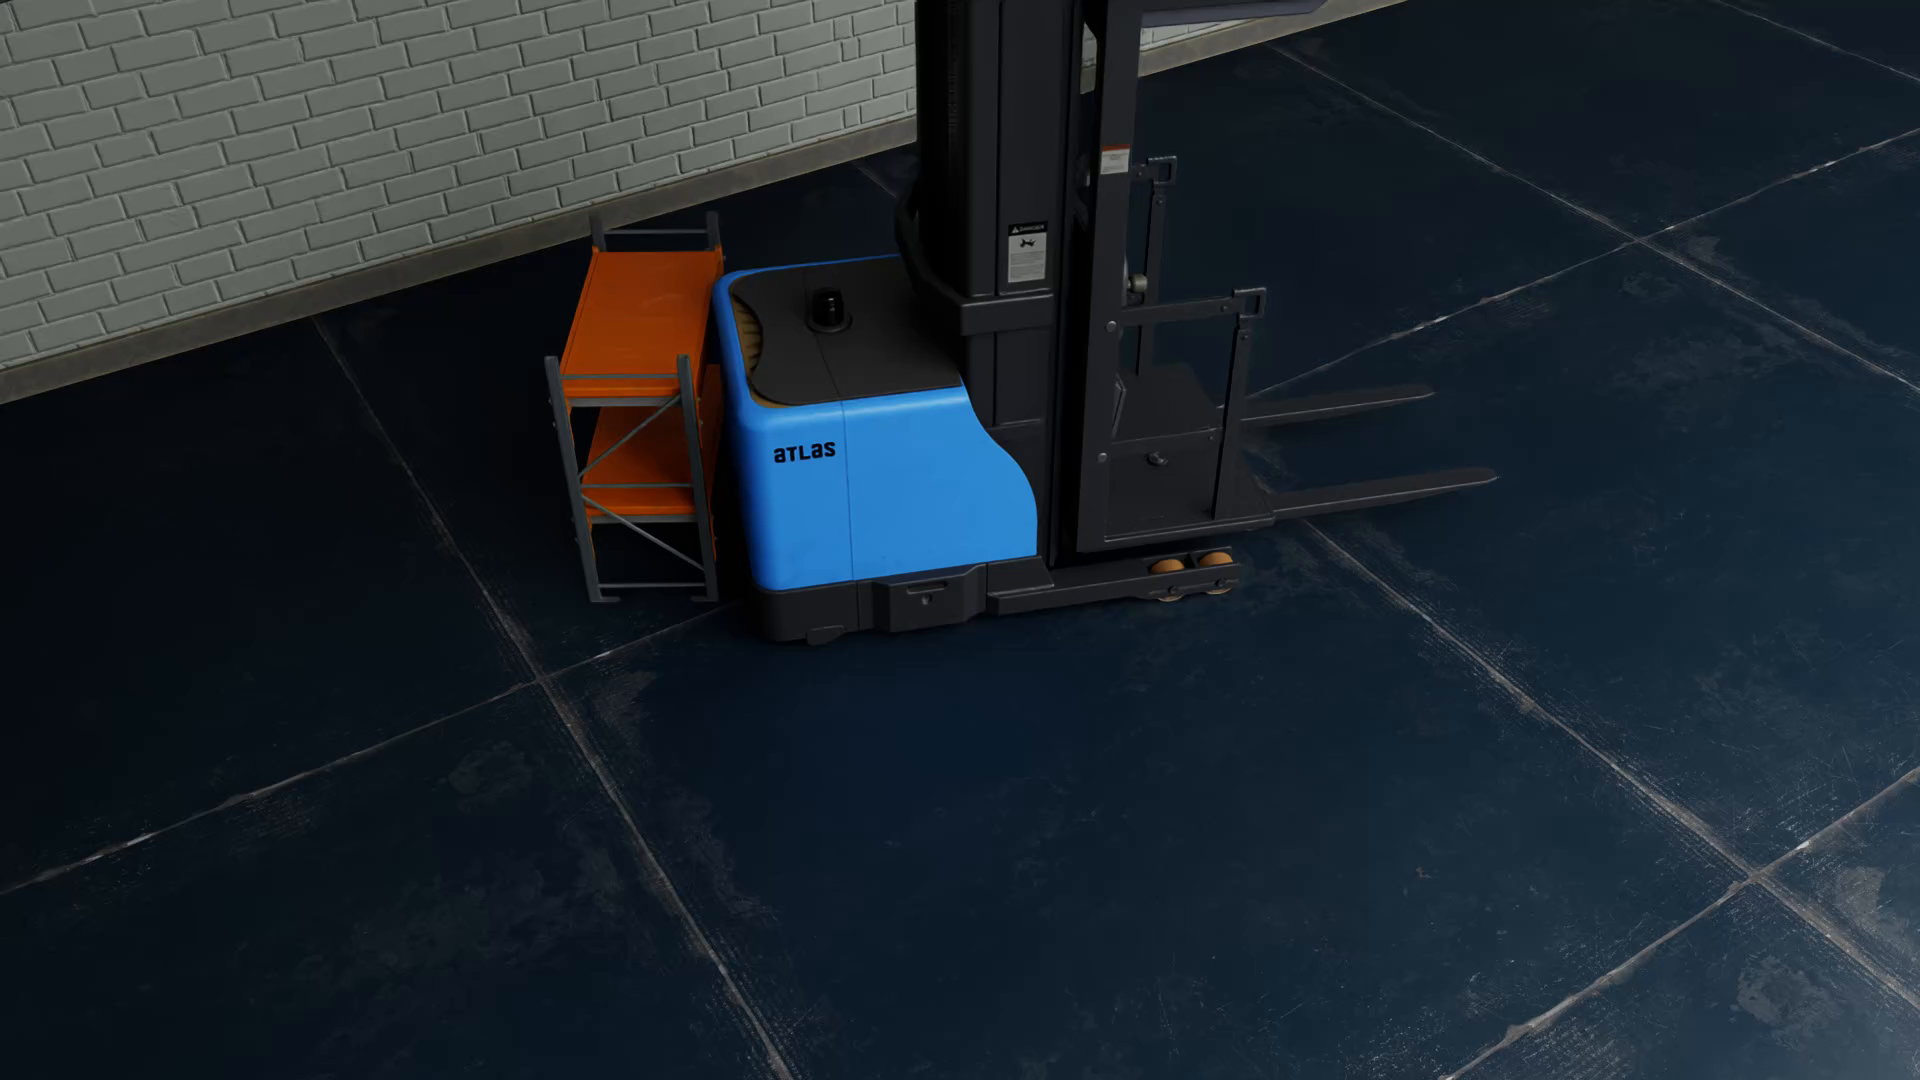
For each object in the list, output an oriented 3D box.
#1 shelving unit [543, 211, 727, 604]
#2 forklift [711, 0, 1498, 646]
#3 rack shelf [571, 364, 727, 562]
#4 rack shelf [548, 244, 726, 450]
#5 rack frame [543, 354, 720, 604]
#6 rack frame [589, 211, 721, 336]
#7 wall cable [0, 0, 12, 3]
[{"bbox_3d":[-1.196,-0.524,6.500,0.538,1.125,1.048,-1,40,-1],"label":"shelving unit"},{"bbox_3d":[0.620,-1.211,5.914,3.031,2.935,1.130,-8,40,-9],"label":"forklift"},{"bbox_3d":[-1.196,-0.336,6.657,0.538,0.278,1.000,-1,40,-1],"label":"rack shelf"},{"bbox_3d":[-1.196,-0.749,6.313,0.538,0.278,1.000,-1,40,-1],"label":"rack shelf"},{"bbox_3d":[-1.187,-0.199,6.110,0.500,1.125,0.032,-1,40,-1],"label":"rack frame"},{"bbox_3d":[-1.205,-0.849,6.890,0.500,1.125,0.032,-1,40,-1],"label":"rack frame"},{"bbox_3d":[-4.812,-2.652,5.329,3.097,2.526,0.112,-22,45,-24],"label":"wall cable"}]
